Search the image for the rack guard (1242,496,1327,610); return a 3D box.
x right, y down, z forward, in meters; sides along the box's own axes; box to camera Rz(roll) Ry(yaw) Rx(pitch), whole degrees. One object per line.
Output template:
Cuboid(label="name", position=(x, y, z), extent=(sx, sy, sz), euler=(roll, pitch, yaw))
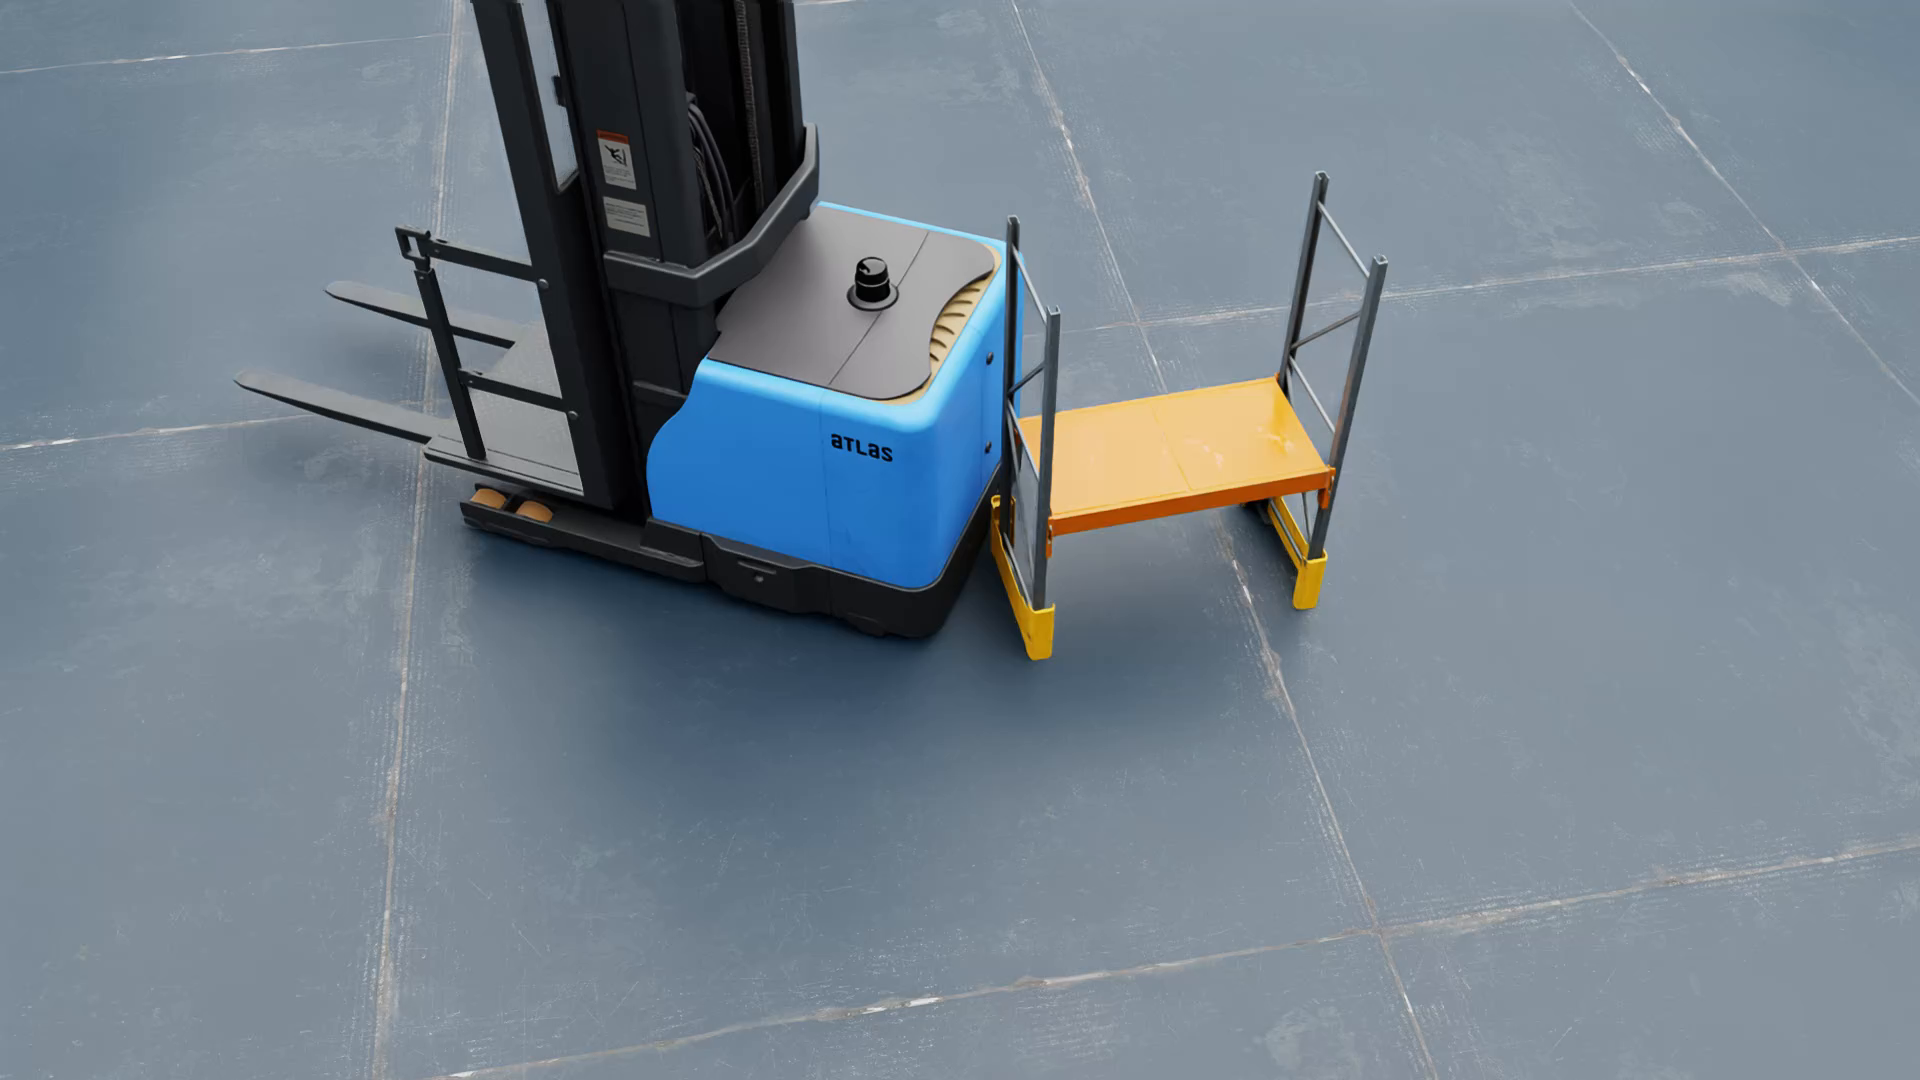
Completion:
Cuboid(label="rack guard", position=(1.187, -0.043, 6.118), extent=(0.087, 0.250, 0.587), euler=(-10, 47, -9))

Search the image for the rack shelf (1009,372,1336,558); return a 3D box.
Cuboid(label="rack shelf", position=(0.712, -0.268, 5.717), extent=(1.000, 0.185, 0.538), euler=(-10, 47, -9))

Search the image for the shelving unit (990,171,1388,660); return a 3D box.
Cuboid(label="shelving unit", position=(0.703, -0.391, 5.586), extent=(1.083, 1.500, 0.587), euler=(-10, 47, -9))

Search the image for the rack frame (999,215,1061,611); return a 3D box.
Cuboid(label="rack frame", position=(0.218, -0.306, 5.504), extent=(0.032, 1.500, 0.500), euler=(-10, 47, -9))

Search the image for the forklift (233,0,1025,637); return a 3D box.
Cuboid(label="forklift", position=(-1.333, -1.339, 5.505), extent=(3.031, 2.935, 1.130), euler=(15, 48, 14))

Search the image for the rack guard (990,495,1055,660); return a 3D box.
Cuboid(label="rack guard", position=(0.219, 0.127, 5.954), extent=(0.087, 0.250, 0.587), euler=(-10, 47, -9))

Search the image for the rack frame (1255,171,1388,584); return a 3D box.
Cuboid(label="rack frame", position=(1.206, -0.480, 5.671), extent=(0.032, 1.500, 0.500), euler=(-10, 47, -9))
